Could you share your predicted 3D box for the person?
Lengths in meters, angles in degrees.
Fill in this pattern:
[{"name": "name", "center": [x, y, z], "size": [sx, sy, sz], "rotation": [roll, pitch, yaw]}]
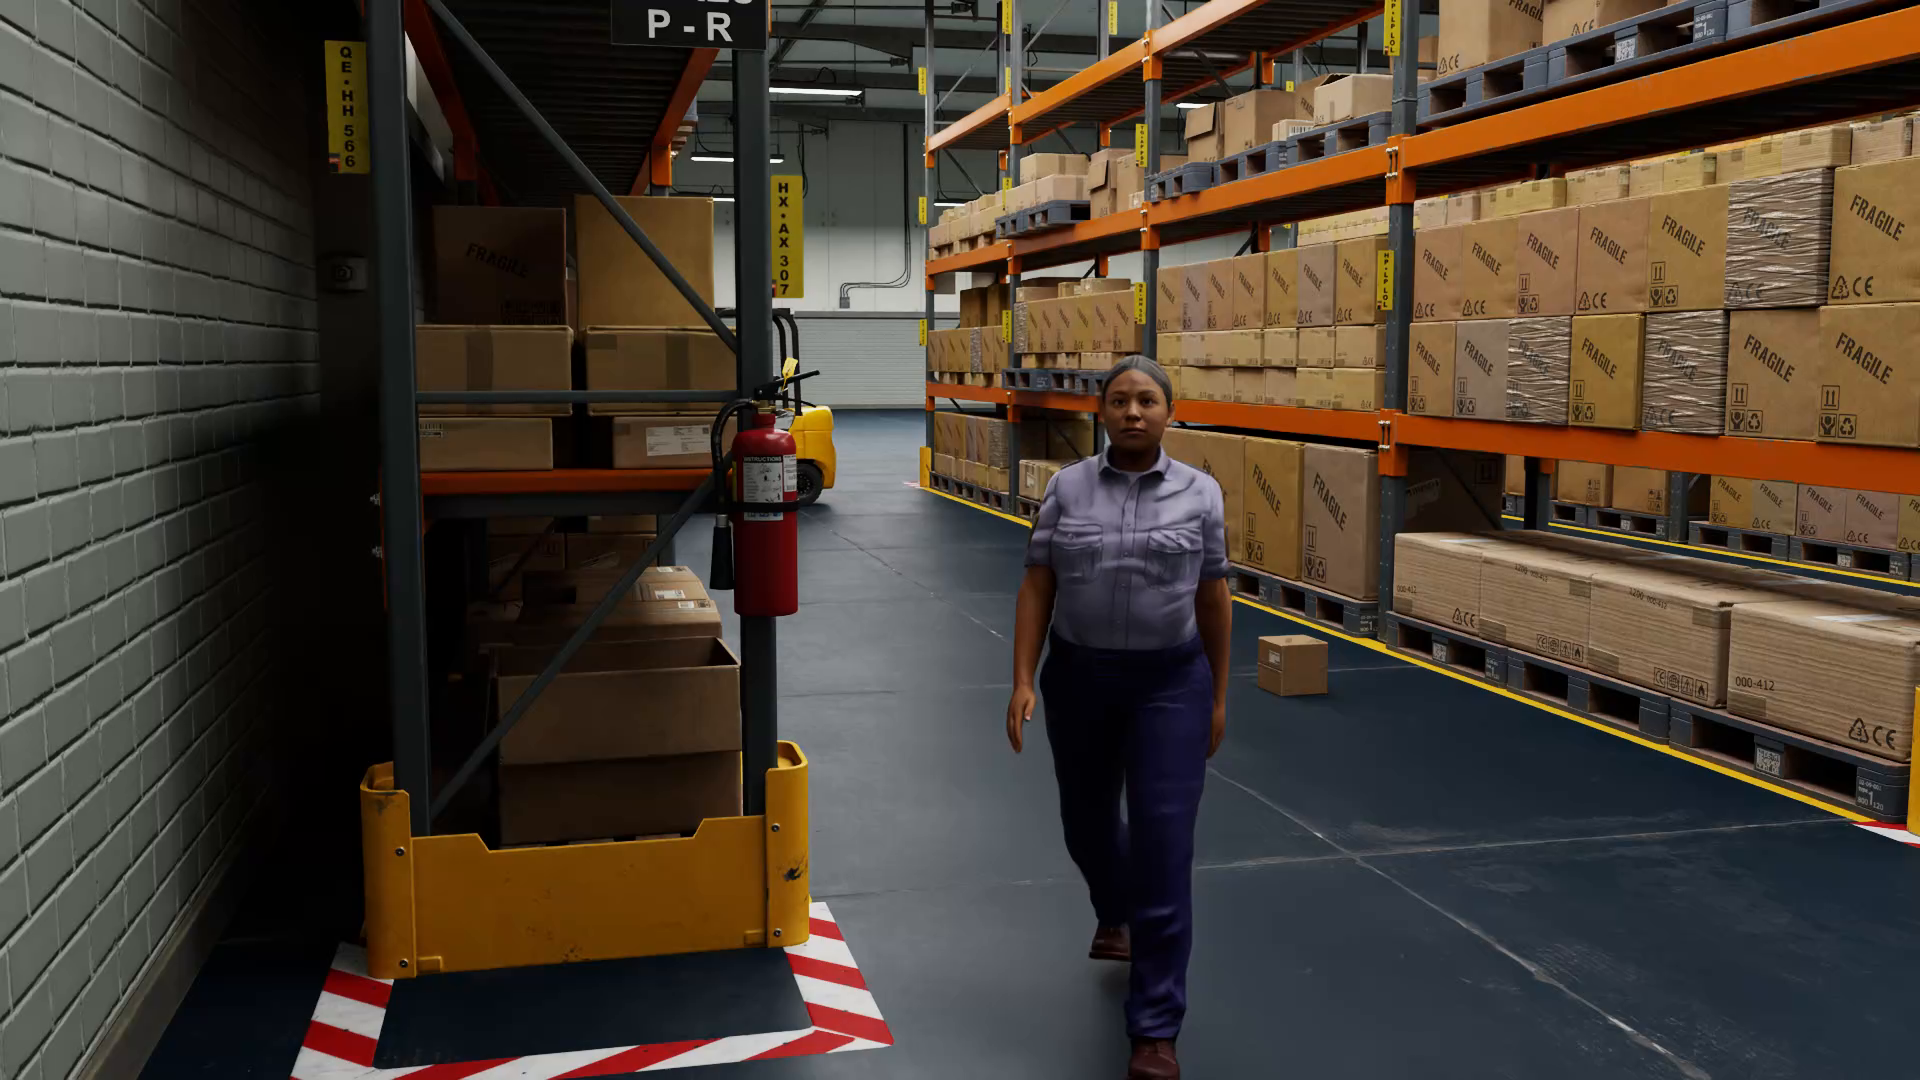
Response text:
[{"name": "person", "center": [0.377, 0.366, 3.926], "size": [0.490, 1.598, 0.996], "rotation": [2, 6, 16]}]
